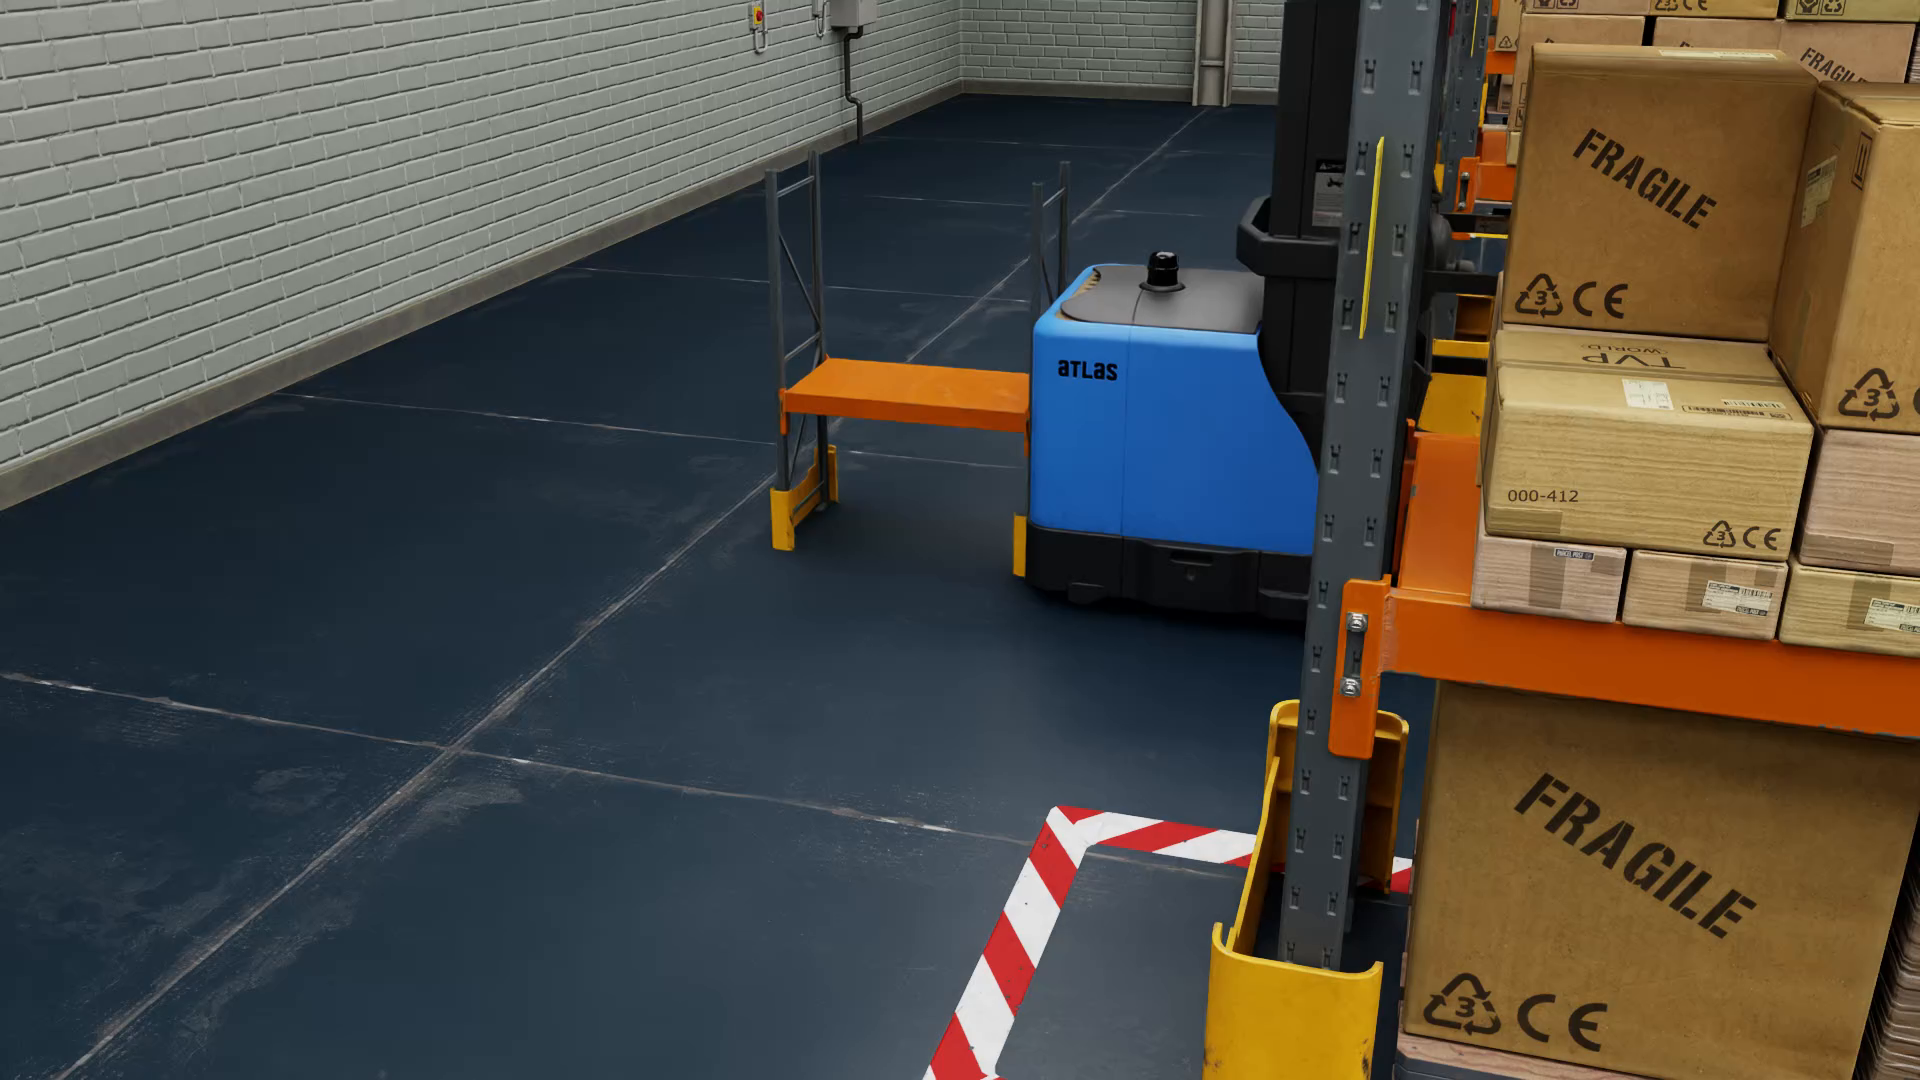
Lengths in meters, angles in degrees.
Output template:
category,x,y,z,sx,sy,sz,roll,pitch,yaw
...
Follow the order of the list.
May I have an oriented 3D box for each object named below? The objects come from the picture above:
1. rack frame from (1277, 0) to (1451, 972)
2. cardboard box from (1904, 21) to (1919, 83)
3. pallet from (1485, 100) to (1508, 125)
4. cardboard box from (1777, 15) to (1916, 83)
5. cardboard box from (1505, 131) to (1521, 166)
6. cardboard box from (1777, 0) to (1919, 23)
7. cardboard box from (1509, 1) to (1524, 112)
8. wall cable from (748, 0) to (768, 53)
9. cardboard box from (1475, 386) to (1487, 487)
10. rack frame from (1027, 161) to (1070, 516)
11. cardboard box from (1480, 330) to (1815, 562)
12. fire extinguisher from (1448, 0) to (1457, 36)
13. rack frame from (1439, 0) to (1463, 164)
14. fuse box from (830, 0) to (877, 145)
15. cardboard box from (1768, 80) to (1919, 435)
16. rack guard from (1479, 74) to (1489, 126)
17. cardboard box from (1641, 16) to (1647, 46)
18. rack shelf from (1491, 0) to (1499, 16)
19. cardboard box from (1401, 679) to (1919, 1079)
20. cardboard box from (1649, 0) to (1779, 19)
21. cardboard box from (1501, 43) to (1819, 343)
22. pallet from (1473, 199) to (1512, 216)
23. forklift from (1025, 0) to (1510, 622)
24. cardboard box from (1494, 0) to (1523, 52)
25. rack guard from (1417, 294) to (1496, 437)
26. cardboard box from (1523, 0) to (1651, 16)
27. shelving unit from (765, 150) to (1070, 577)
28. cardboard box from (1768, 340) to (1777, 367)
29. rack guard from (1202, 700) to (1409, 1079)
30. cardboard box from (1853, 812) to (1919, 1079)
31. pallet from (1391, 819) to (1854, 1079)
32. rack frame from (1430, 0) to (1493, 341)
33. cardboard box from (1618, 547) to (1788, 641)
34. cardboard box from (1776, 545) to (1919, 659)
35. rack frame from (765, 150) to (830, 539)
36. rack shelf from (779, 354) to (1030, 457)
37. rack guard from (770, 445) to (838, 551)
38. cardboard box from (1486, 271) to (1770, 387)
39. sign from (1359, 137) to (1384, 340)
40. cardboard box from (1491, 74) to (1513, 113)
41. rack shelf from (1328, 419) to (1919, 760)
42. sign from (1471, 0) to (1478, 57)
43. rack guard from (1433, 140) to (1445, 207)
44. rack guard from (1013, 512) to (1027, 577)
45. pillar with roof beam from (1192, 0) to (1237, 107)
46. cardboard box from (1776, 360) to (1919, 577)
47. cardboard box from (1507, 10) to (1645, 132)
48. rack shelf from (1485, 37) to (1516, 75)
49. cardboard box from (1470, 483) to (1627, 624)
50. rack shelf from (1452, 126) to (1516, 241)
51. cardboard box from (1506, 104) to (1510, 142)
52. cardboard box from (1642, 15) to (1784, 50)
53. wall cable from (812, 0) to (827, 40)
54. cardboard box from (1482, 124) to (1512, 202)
category,x,y,z,sx,sy,sz,roll,pitch,yaw
rack frame,0.863,-0.273,3.483,0.127,3.000,1.000,7,23,16
cardboard box,4.217,-1.937,7.016,0.500,0.500,0.500,6,23,14
pallet,5.992,-4.292,16.955,1.213,0.211,1.003,7,23,16
cardboard box,3.727,-1.991,7.147,0.500,0.500,0.500,7,23,16
cardboard box,2.608,-1.793,7.520,0.250,0.149,0.380,6,23,15
cardboard box,3.722,-2.447,6.941,0.500,0.500,0.500,6,23,14
cardboard box,2.897,-2.292,7.882,0.500,0.500,0.500,7,23,17
wall cable,-1.680,-4.968,13.548,0.123,1.953,0.585,7,23,16
cardboard box,1.299,-0.237,3.727,0.250,0.149,0.380,7,23,17
rack frame,0.338,-0.656,6.394,0.032,1.500,0.500,6,23,14
cardboard box,1.244,-0.190,3.088,0.500,0.250,0.500,6,23,14
fire extinguisher,4.881,-5.317,16.374,0.183,0.674,0.296,7,23,16
rack frame,3.725,-3.874,12.261,0.127,3.000,1.000,7,23,16
fuse box,-0.933,-4.634,15.813,0.414,1.711,0.539,7,23,16
cardboard box,1.723,-0.483,2.812,0.500,0.500,0.500,6,23,14
rack guard,5.228,-4.513,17.112,0.348,0.500,1.175,7,23,16
cardboard box,3.388,-2.234,7.739,0.500,0.500,0.500,6,23,15
rack shelf,7.070,-5.125,16.260,4.000,0.370,1.077,7,23,16
cardboard box,1.498,0.557,3.706,0.875,0.875,0.875,7,23,16
cardboard box,3.230,-2.512,7.100,0.500,0.500,0.500,7,23,17
cardboard box,1.405,-0.730,3.415,0.500,0.500,0.500,7,23,16
pallet,4.513,-2.524,12.646,1.213,0.211,1.003,7,23,16
forklift,1.820,-1.153,5.718,3.031,2.935,1.130,6,23,14
cardboard box,4.102,-3.763,11.859,0.500,0.500,0.500,6,23,15
rack guard,2.465,-0.899,8.303,0.348,0.500,1.175,7,23,16
cardboard box,2.745,-2.565,7.229,0.500,0.500,0.500,6,23,15
shelving unit,-0.160,-0.710,6.524,1.083,1.500,0.587,6,23,14
cardboard box,1.889,-0.329,3.424,0.500,0.250,0.500,6,23,15
rack guard,0.840,0.881,3.964,0.348,0.500,1.175,7,23,16
cardboard box,2.370,0.657,3.463,0.875,0.875,0.875,7,23,16
pallet,1.651,1.076,3.868,1.213,0.211,1.003,7,23,16
rack frame,2.392,-2.064,7.849,0.127,3.000,1.000,7,23,16
cardboard box,1.353,0.030,3.076,0.250,0.149,0.380,6,23,15
cardboard box,1.598,0.058,3.008,0.250,0.149,0.380,6,23,14
rack frame,-0.641,-0.761,6.649,0.032,1.500,0.500,6,23,14
rack shelf,-0.152,-0.542,6.590,1.000,0.185,0.538,6,23,14
rack guard,-0.640,-0.182,6.885,0.087,0.250,0.587,6,23,14
cardboard box,1.403,-0.384,3.560,0.500,0.250,0.500,6,23,15
sign,0.697,-0.509,2.814,0.005,0.325,0.100,7,23,16
cardboard box,5.714,-4.615,16.805,0.637,0.503,0.797,6,23,13
rack shelf,2.777,0.279,3.085,4.000,0.370,1.077,7,23,16
sign,2.235,-2.267,7.204,0.005,0.325,0.100,7,23,16
rack guard,3.702,-2.720,12.742,0.348,0.500,1.175,7,23,16
rack guard,0.319,-0.080,6.636,0.087,0.250,0.587,6,23,14
pillar with roof beam,1.591,-7.512,13.226,0.400,9.000,9.100,7,23,16
cardboard box,1.744,-0.136,2.954,0.500,0.250,0.500,6,23,15
cardboard box,2.742,-2.098,7.409,0.500,0.500,0.500,8,24,18
rack shelf,5.640,-3.321,11.863,4.000,0.370,1.077,7,23,16
cardboard box,1.107,0.002,3.143,0.250,0.149,0.380,7,23,16
rack shelf,4.307,-1.512,7.451,4.000,0.370,1.077,7,23,16
cardboard box,2.786,-2.015,8.060,0.250,0.149,0.380,7,23,16
cardboard box,3.262,-2.049,7.289,0.500,0.500,0.500,7,23,16
wall cable,-1.281,-5.470,14.814,0.122,1.984,0.588,7,23,16
cardboard box,4.386,-2.846,12.579,0.875,0.438,0.875,6,23,14
